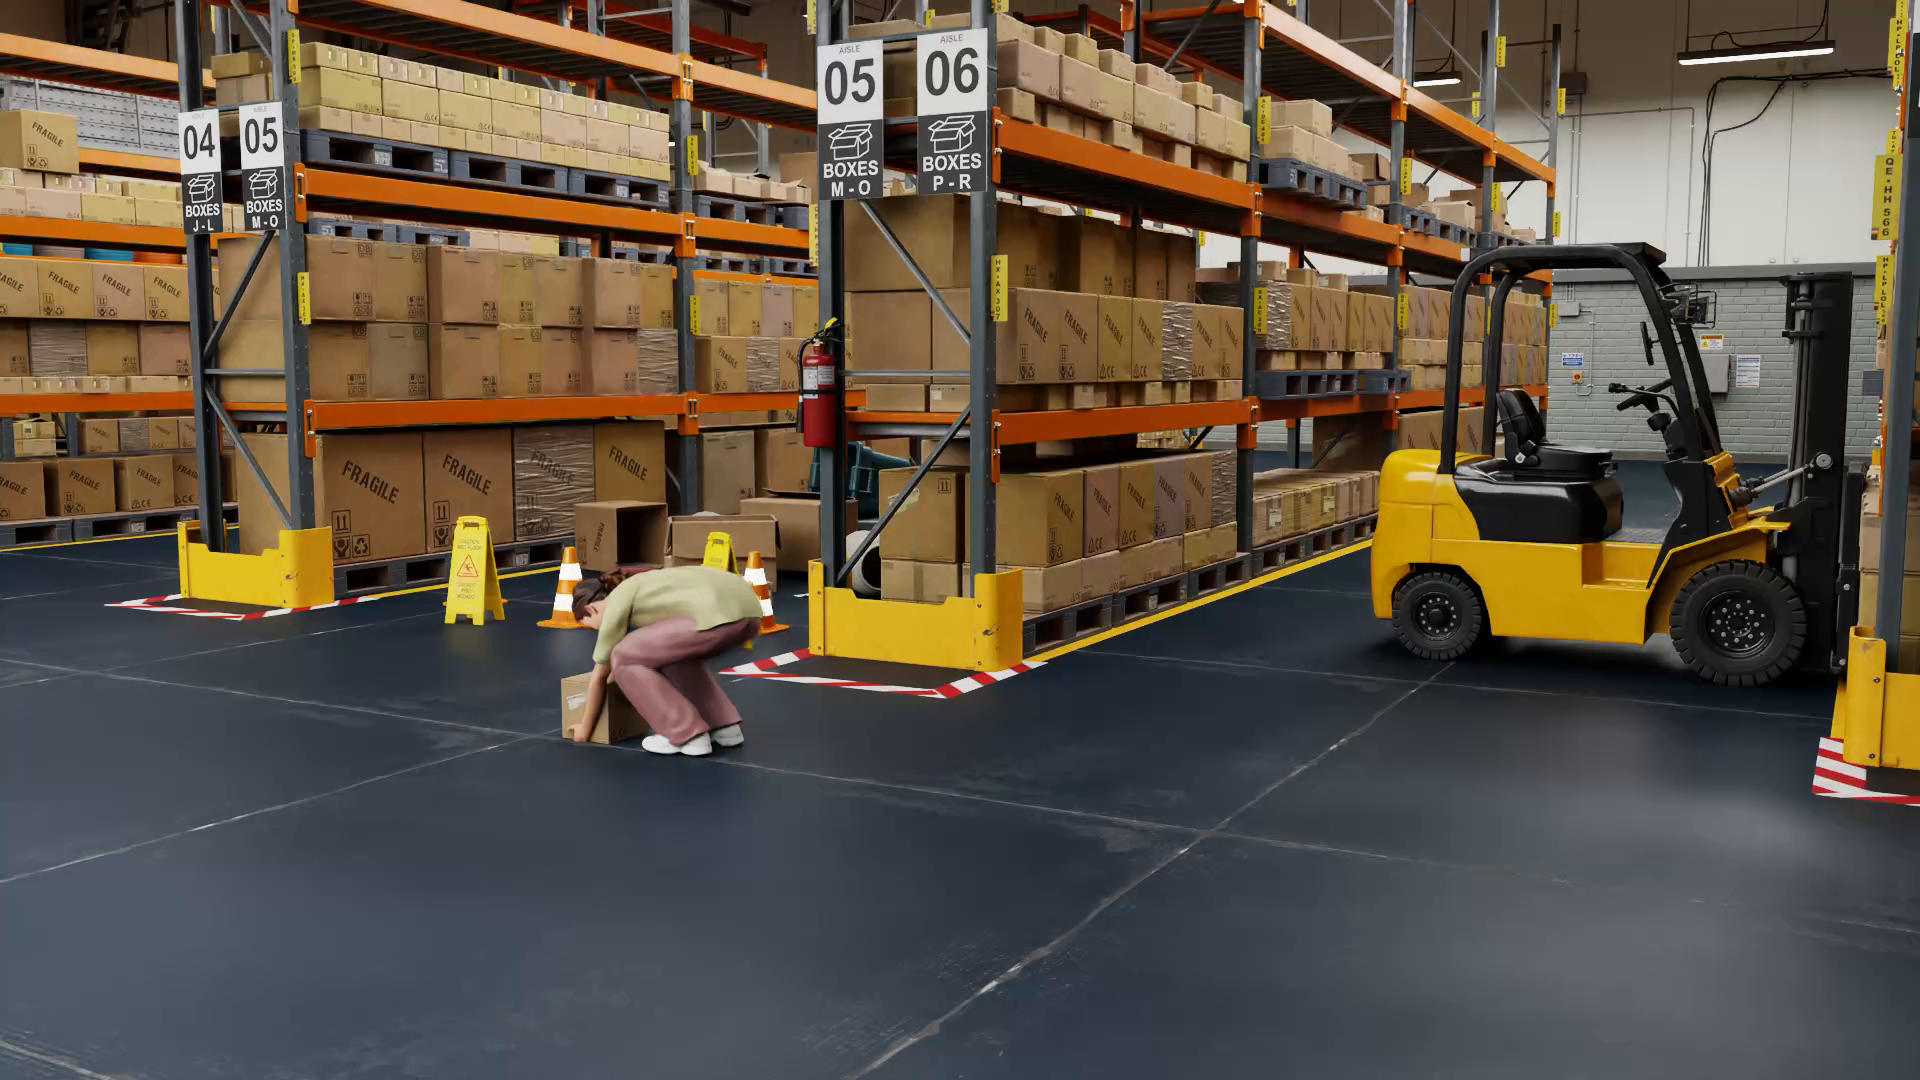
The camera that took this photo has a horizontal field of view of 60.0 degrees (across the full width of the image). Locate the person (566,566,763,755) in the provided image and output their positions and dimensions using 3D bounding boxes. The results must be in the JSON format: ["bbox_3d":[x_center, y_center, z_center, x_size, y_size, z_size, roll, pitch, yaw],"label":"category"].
[{"bbox_3d":[-1.221,0.481,6.806,0.867,0.755,0.466,3,7,27],"label":"person"}]
